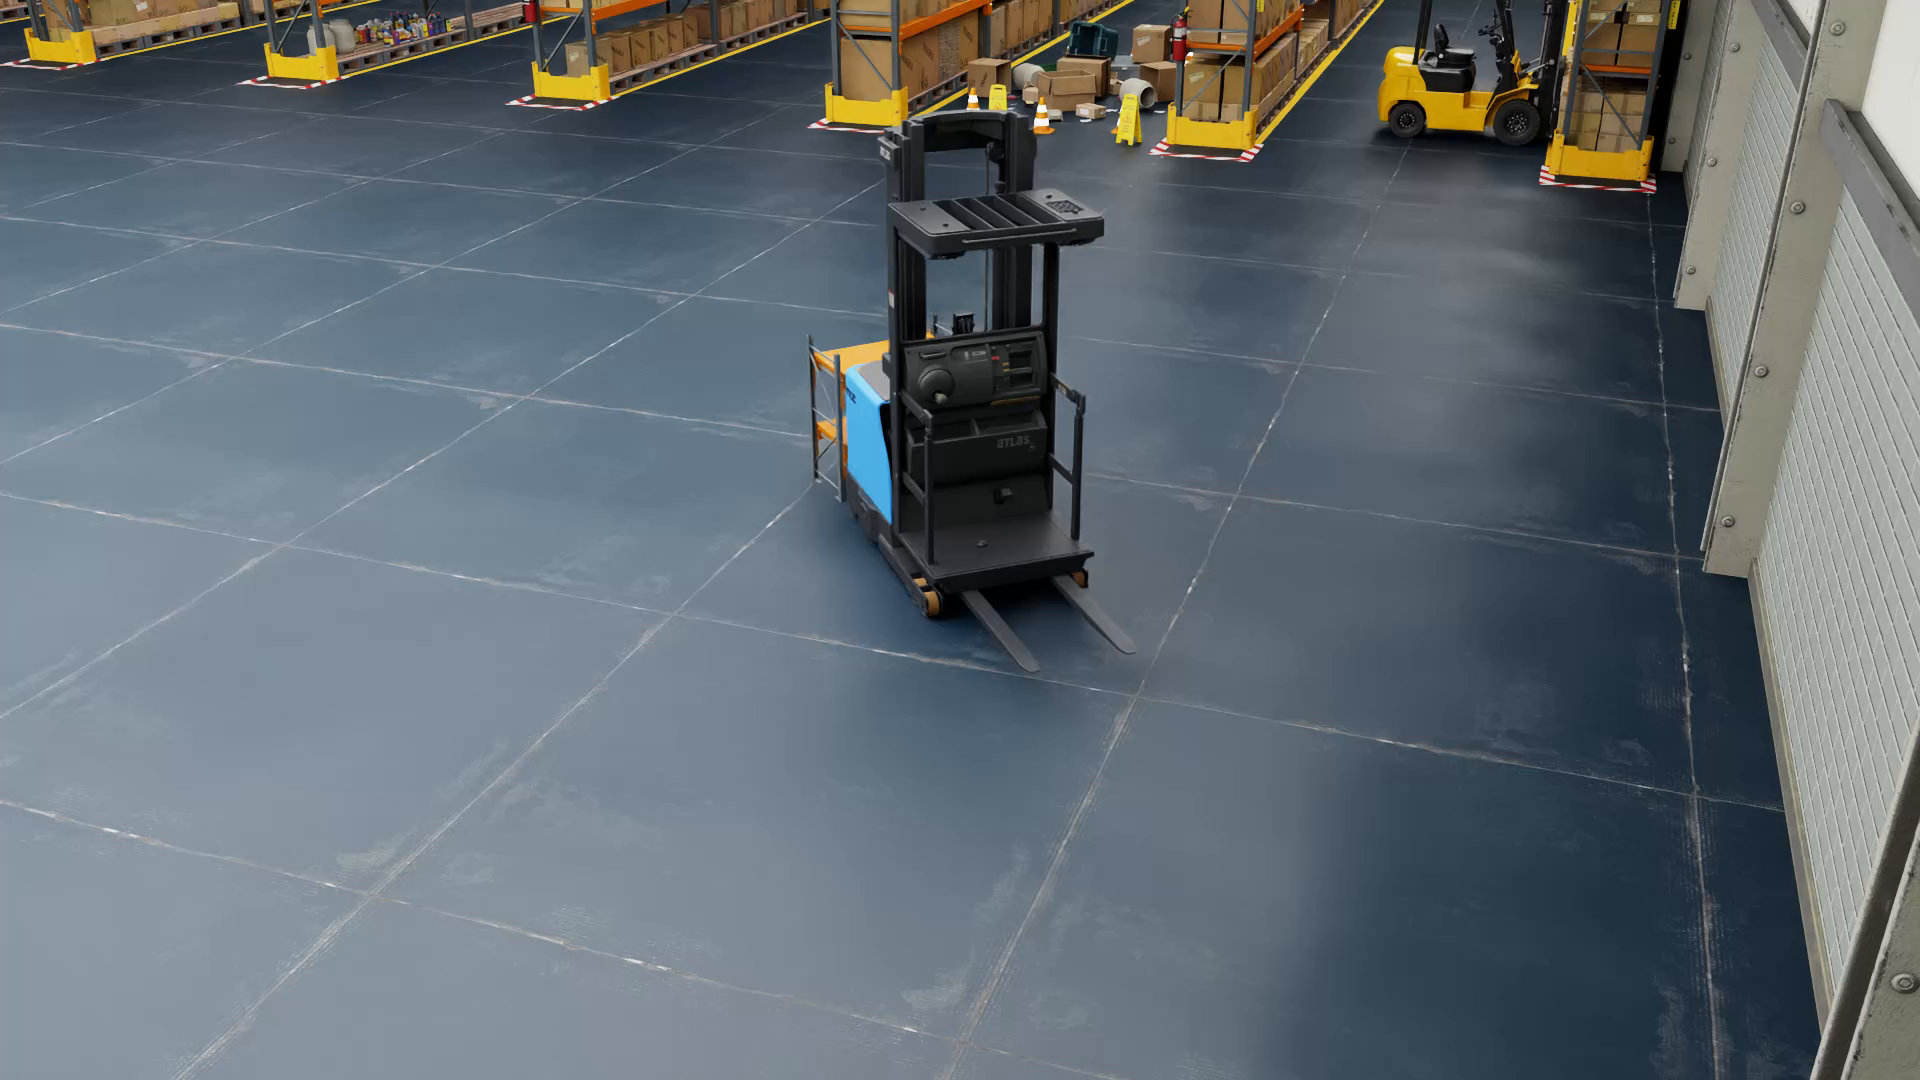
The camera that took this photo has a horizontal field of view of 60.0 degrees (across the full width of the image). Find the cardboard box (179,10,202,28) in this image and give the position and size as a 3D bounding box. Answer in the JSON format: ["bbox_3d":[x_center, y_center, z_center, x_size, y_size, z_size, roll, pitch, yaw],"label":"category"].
[{"bbox_3d":[-14.257,-9.529,30.385,0.500,0.250,0.500,9,27,17],"label":"cardboard box"}]

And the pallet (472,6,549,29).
[{"bbox_3d":[-8.682,-10.068,32.025,1.003,0.211,1.213,9,27,17],"label":"pallet"}]

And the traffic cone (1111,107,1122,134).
[{"bbox_3d":[2.301,-5.914,23.158,0.336,0.463,0.334,9,27,17],"label":"traffic cone"}]

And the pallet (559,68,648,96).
[{"bbox_3d":[-5.642,-7.234,26.173,1.003,0.211,1.213,9,27,17],"label":"pallet"}]

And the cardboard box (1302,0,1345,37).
[{"bbox_3d":[6.345,-9.484,29.576,0.875,0.875,0.875,8,27,17],"label":"cardboard box"}]

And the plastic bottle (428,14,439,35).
[{"bbox_3d":[-9.317,-9.112,29.386,0.144,0.351,0.185,7,27,15],"label":"plastic bottle"}]

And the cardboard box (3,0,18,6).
[{"bbox_3d":[-18.803,-10.627,32.726,0.380,0.166,0.250,5,26,11],"label":"cardboard box"}]

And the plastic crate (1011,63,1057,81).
[{"bbox_3d":[1.181,-7.511,26.706,0.662,0.188,0.450,-20,23,-36],"label":"plastic crate"}]

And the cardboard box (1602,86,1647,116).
[{"bbox_3d":[8.395,-5.545,21.011,0.500,0.250,0.500,8,27,17],"label":"cardboard box"}]

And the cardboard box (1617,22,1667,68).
[{"bbox_3d":[8.483,-6.182,20.685,0.500,0.500,0.500,10,27,19],"label":"cardboard box"}]

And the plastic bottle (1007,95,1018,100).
[{"bbox_3d":[0.747,-6.743,25.331,0.283,0.061,0.133,0,26,-1],"label":"plastic bottle"}]

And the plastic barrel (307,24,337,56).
[{"bbox_3d":[-10.495,-8.198,27.337,0.421,0.512,0.421,0,26,0],"label":"plastic barrel"}]

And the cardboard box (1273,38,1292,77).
[{"bbox_3d":[4.594,-7.134,24.578,0.500,0.500,0.500,9,27,18],"label":"cardboard box"}]

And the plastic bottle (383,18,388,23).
[{"bbox_3d":[-10.128,-9.056,29.347,0.061,0.283,0.133,10,28,20],"label":"plastic bottle"}]

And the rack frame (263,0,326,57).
[{"bbox_3d":[-10.642,-8.848,26.305,1.000,3.000,0.127,9,27,17],"label":"rack frame"}]

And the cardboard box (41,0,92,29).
[{"bbox_3d":[-15.414,-9.120,28.680,0.500,0.500,0.500,9,27,17],"label":"cardboard box"}]

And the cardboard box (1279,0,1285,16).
[{"bbox_3d":[4.293,-7.659,23.393,0.500,0.500,0.500,8,27,16],"label":"cardboard box"}]

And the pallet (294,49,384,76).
[{"bbox_3d":[-10.385,-7.964,27.679,1.003,0.211,1.213,9,27,17],"label":"pallet"}]

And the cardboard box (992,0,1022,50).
[{"bbox_3d":[0.450,-8.853,28.415,1.050,0.750,0.750,9,27,17],"label":"cardboard box"}]

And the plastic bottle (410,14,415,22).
[{"bbox_3d":[-9.811,-9.247,29.743,0.061,0.283,0.133,9,27,17],"label":"plastic bottle"}]

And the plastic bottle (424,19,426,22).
[{"bbox_3d":[-9.465,-9.089,29.425,0.152,0.276,0.135,9,27,17],"label":"plastic bottle"}]

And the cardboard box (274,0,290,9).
[{"bbox_3d":[-13.441,-10.502,32.396,0.500,0.250,0.500,9,27,19],"label":"cardboard box"}]

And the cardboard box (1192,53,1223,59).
[{"bbox_3d":[3.454,-6.801,23.146,0.380,0.149,0.250,10,27,19],"label":"cardboard box"}]

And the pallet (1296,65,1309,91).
[{"bbox_3d":[4.963,-7.401,26.517,1.003,0.211,1.213,9,27,17],"label":"pallet"}]

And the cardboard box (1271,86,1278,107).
[{"bbox_3d":[4.250,-6.370,23.861,0.500,0.250,0.500,11,28,21],"label":"cardboard box"}]

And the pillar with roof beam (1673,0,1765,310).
[{"bbox_3d":[3.082,-6.988,15.580,9.100,9.000,0.400,9,27,17],"label":"pillar with roof beam"}]

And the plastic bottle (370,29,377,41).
[{"bbox_3d":[-10.164,-8.751,28.811,0.097,0.201,0.097,0,26,0],"label":"plastic bottle"}]

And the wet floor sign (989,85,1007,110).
[{"bbox_3d":[0.530,-6.010,23.146,0.267,0.644,0.232,4,26,8],"label":"wet floor sign"}]

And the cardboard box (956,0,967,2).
[{"bbox_3d":[-0.269,-8.697,25.822,0.875,0.550,0.550,9,27,17],"label":"cardboard box"}]

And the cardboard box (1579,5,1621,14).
[{"bbox_3d":[8.324,-6.682,21.717,0.500,0.500,0.500,8,27,16],"label":"cardboard box"}]

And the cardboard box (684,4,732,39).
[{"bbox_3d":[-4.415,-9.095,29.180,0.700,0.500,0.500,7,27,13],"label":"cardboard box"}]

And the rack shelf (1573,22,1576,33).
[{"bbox_3d":[10.053,-8.116,25.619,1.077,0.370,4.000,9,27,17],"label":"rack shelf"}]

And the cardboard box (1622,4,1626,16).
[{"bbox_3d":[8.527,-6.627,20.859,0.380,0.149,0.250,8,27,17],"label":"cardboard box"}]

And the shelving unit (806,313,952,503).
[{"bbox_3d":[-0.525,-0.983,12.212,1.048,1.125,0.538,-14,29,-26],"label":"shelving unit"}]

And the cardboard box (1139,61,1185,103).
[{"bbox_3d":[3.066,-6.969,25.291,0.500,0.500,0.500,-14,29,-27],"label":"cardboard box"}]

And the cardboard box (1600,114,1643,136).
[{"bbox_3d":[8.409,-5.314,21.106,0.500,0.250,0.500,9,27,18],"label":"cardboard box"}]

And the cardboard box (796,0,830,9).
[{"bbox_3d":[-3.060,-10.930,32.563,1.225,0.875,0.875,7,27,15],"label":"cardboard box"}]

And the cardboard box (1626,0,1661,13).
[{"bbox_3d":[8.369,-6.552,20.363,0.380,0.149,0.250,8,27,16],"label":"cardboard box"}]

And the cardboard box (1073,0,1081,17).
[{"bbox_3d":[1.975,-10.181,31.445,0.500,0.500,0.500,9,27,18],"label":"cardboard box"}]

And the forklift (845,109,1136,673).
[{"bbox_3d":[0.181,-1.037,10.252,1.130,2.935,3.031,-9,27,-18],"label":"forklift"}]

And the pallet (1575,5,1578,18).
[{"bbox_3d":[12.683,-10.435,32.784,1.003,0.211,1.213,9,27,17],"label":"pallet"}]

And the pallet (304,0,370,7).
[{"bbox_3d":[-12.960,-11.267,34.503,1.003,0.211,1.213,9,27,17],"label":"pallet"}]

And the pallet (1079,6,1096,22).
[{"bbox_3d":[2.004,-10.222,32.343,1.003,0.211,1.213,9,27,17],"label":"pallet"}]

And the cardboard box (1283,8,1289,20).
[{"bbox_3d":[4.551,-7.629,24.076,0.380,0.149,0.250,8,27,17],"label":"cardboard box"}]

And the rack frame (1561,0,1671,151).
[{"bbox_3d":[8.056,-5.974,20.370,1.000,3.000,0.127,9,27,17],"label":"rack frame"}]

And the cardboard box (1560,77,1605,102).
[{"bbox_3d":[8.080,-5.821,21.579,0.500,0.250,0.500,9,27,18],"label":"cardboard box"}]

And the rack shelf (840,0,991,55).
[{"bbox_3d":[-0.662,-7.867,25.105,1.077,0.370,4.000,9,27,17],"label":"rack shelf"}]

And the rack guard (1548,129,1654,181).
[{"bbox_3d":[8.048,-4.839,20.894,1.175,0.500,0.348,9,27,17],"label":"rack guard"}]

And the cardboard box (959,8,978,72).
[{"bbox_3d":[-0.272,-7.997,26.504,0.875,0.875,0.875,9,27,18],"label":"cardboard box"}]

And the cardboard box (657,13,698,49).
[{"bbox_3d":[-4.811,-8.679,28.342,0.500,0.500,0.500,8,27,16],"label":"cardboard box"}]

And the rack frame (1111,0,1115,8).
[{"bbox_3d":[2.666,-12.300,33.435,1.000,3.000,0.127,9,27,17],"label":"rack frame"}]

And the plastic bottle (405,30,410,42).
[{"bbox_3d":[-9.564,-8.709,28.724,0.097,0.201,0.097,0,26,0],"label":"plastic bottle"}]

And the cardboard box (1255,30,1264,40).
[{"bbox_3d":[3.918,-6.892,22.554,0.380,0.149,0.250,8,27,16],"label":"cardboard box"}]
